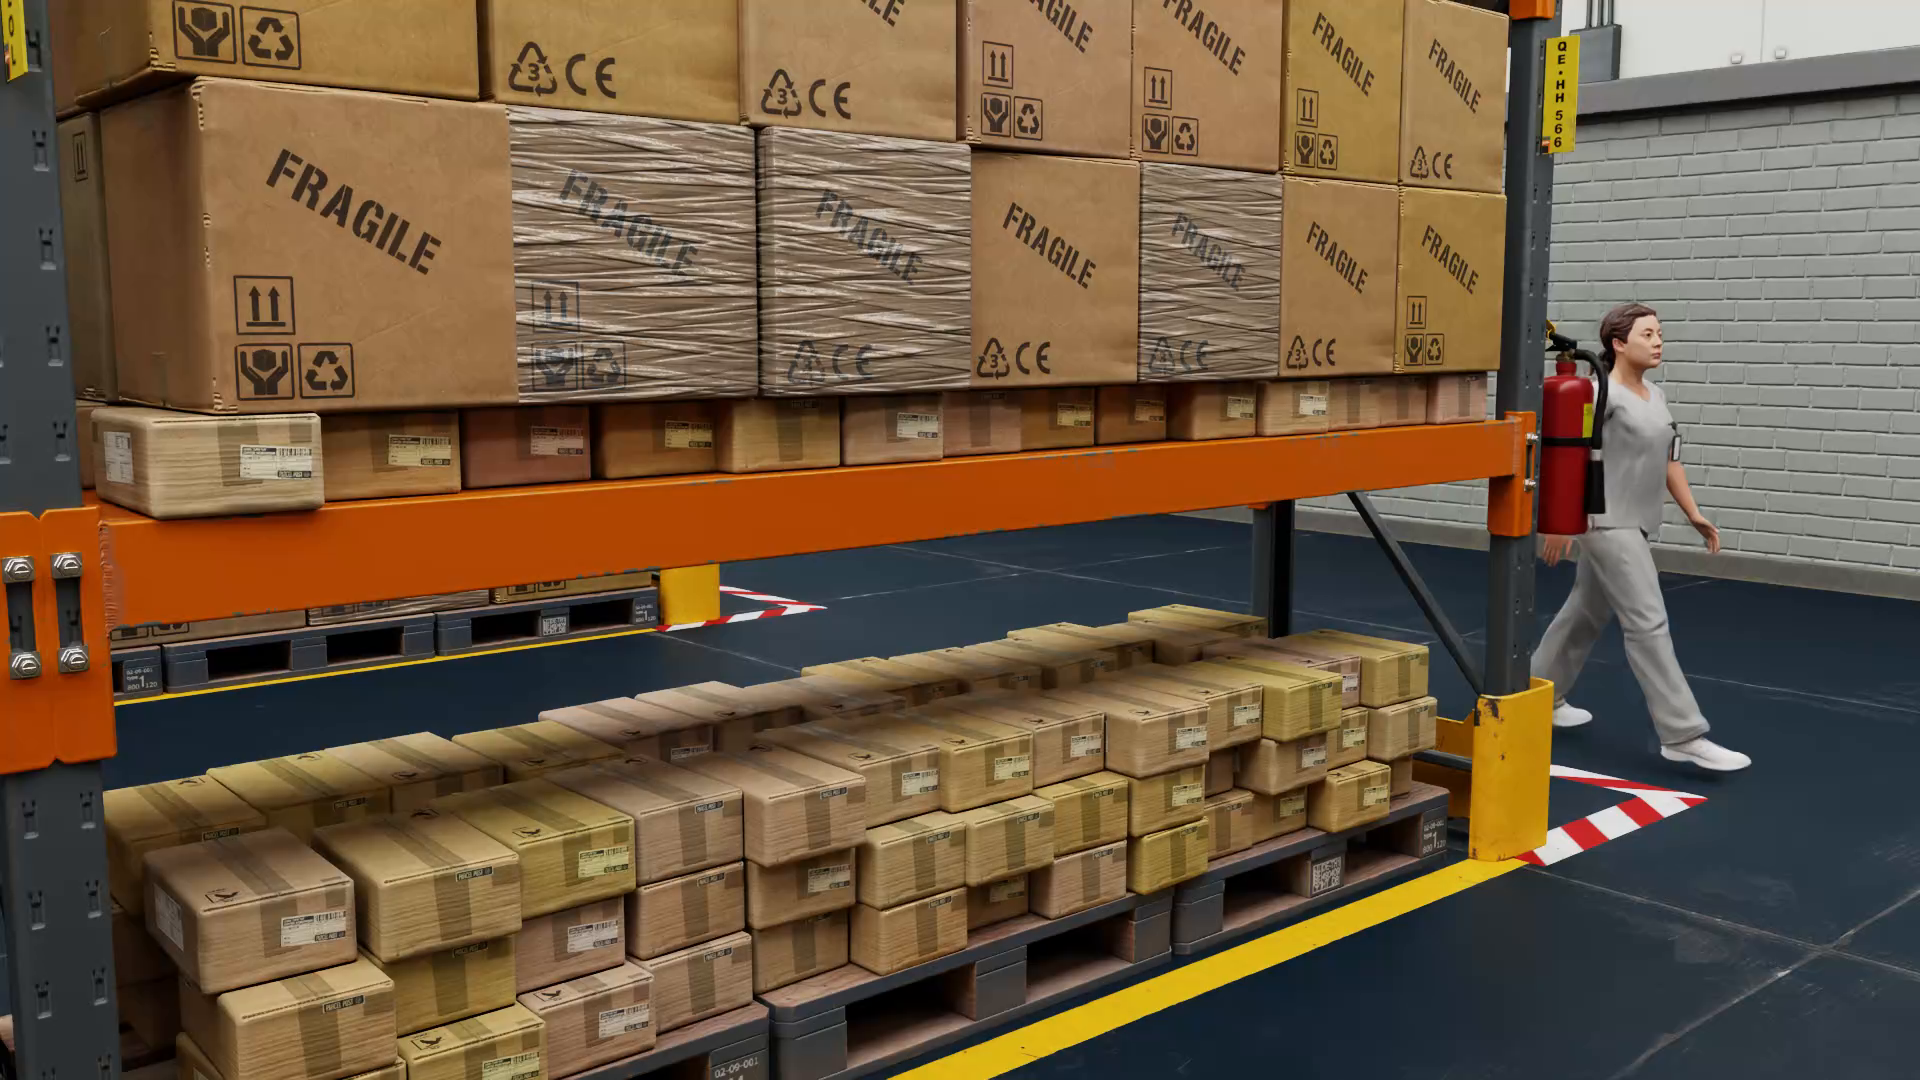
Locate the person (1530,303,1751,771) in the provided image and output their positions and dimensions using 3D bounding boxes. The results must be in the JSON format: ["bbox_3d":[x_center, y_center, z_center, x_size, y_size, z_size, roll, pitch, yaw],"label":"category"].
[{"bbox_3d":[2.466,-0.050,6.054,0.484,1.612,0.999,-6,10,-39],"label":"person"}]
